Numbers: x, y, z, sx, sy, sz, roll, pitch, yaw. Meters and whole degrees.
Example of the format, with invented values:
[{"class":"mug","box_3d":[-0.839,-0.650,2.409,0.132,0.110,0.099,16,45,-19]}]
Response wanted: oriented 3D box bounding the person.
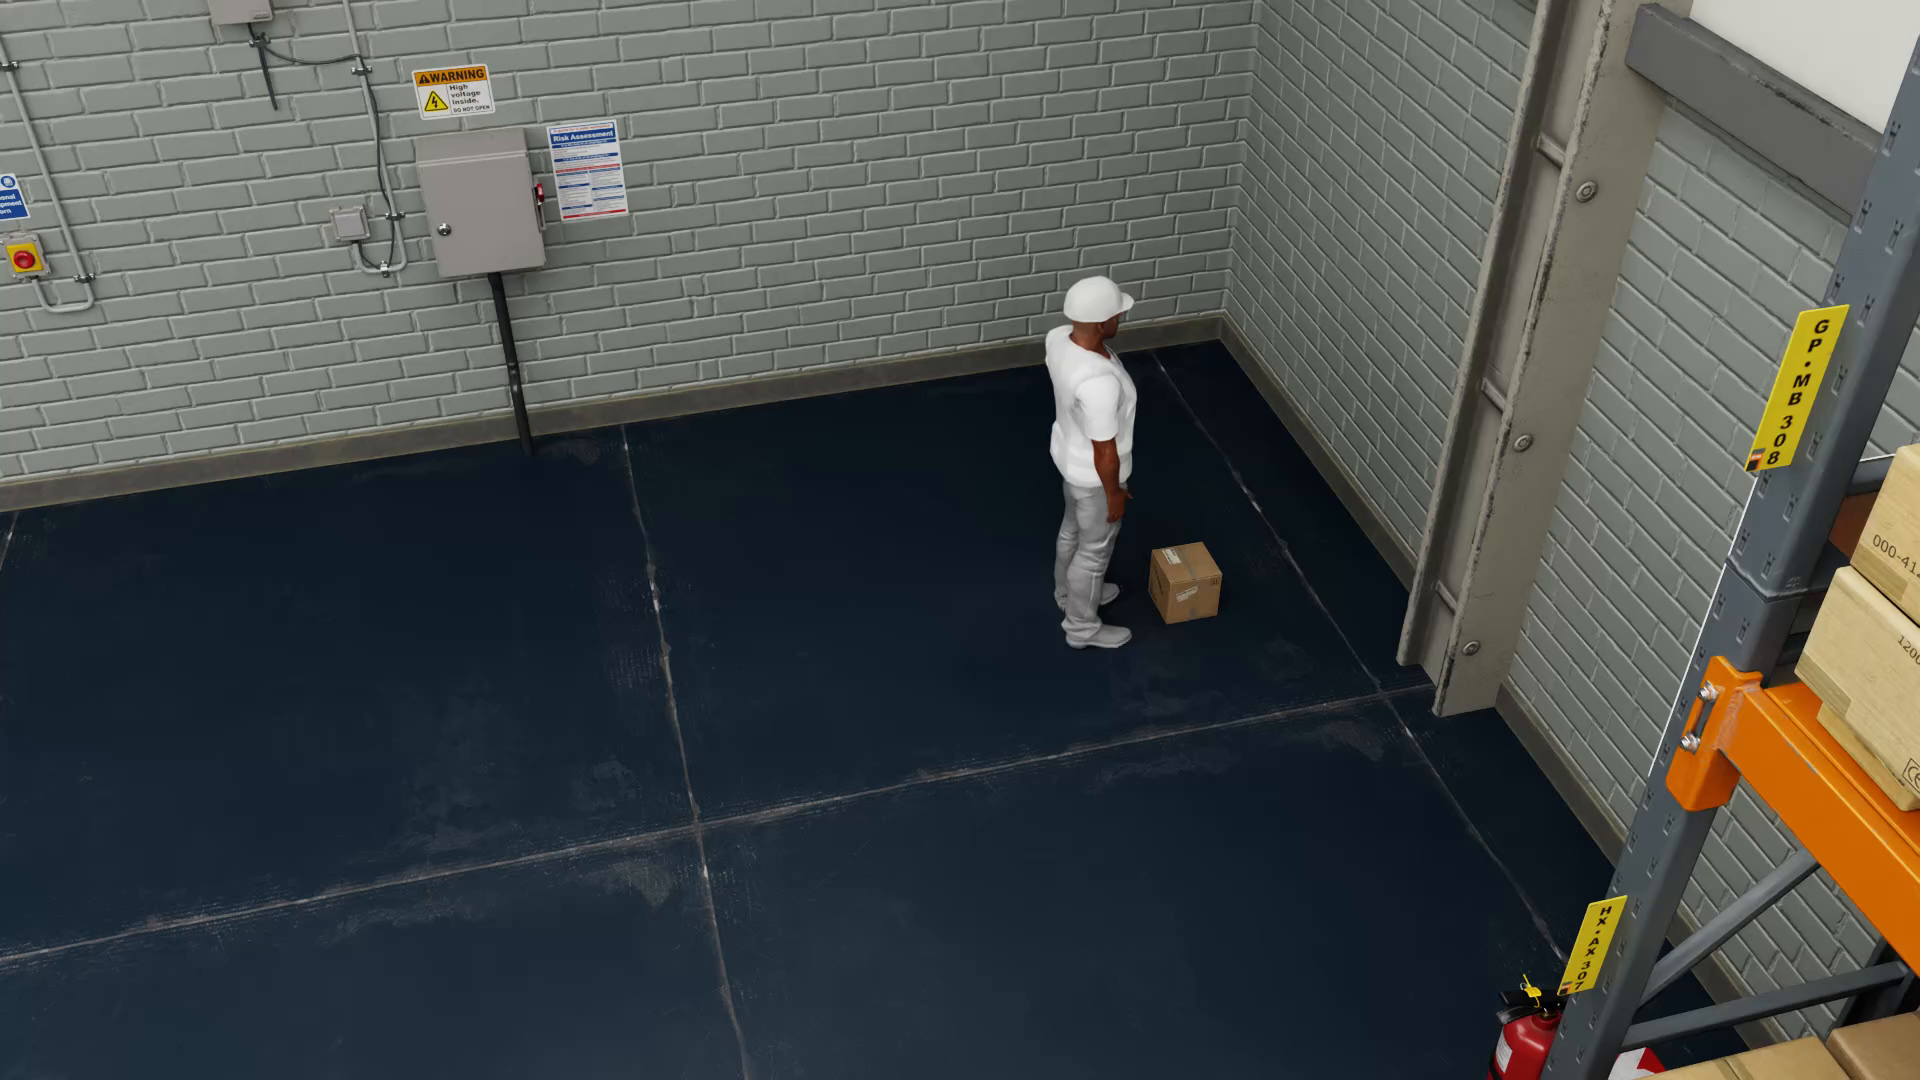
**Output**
[{"class":"person","box_3d":[0.577,-0.336,7.124,0.407,1.778,0.576,-9,39,-11]}]
